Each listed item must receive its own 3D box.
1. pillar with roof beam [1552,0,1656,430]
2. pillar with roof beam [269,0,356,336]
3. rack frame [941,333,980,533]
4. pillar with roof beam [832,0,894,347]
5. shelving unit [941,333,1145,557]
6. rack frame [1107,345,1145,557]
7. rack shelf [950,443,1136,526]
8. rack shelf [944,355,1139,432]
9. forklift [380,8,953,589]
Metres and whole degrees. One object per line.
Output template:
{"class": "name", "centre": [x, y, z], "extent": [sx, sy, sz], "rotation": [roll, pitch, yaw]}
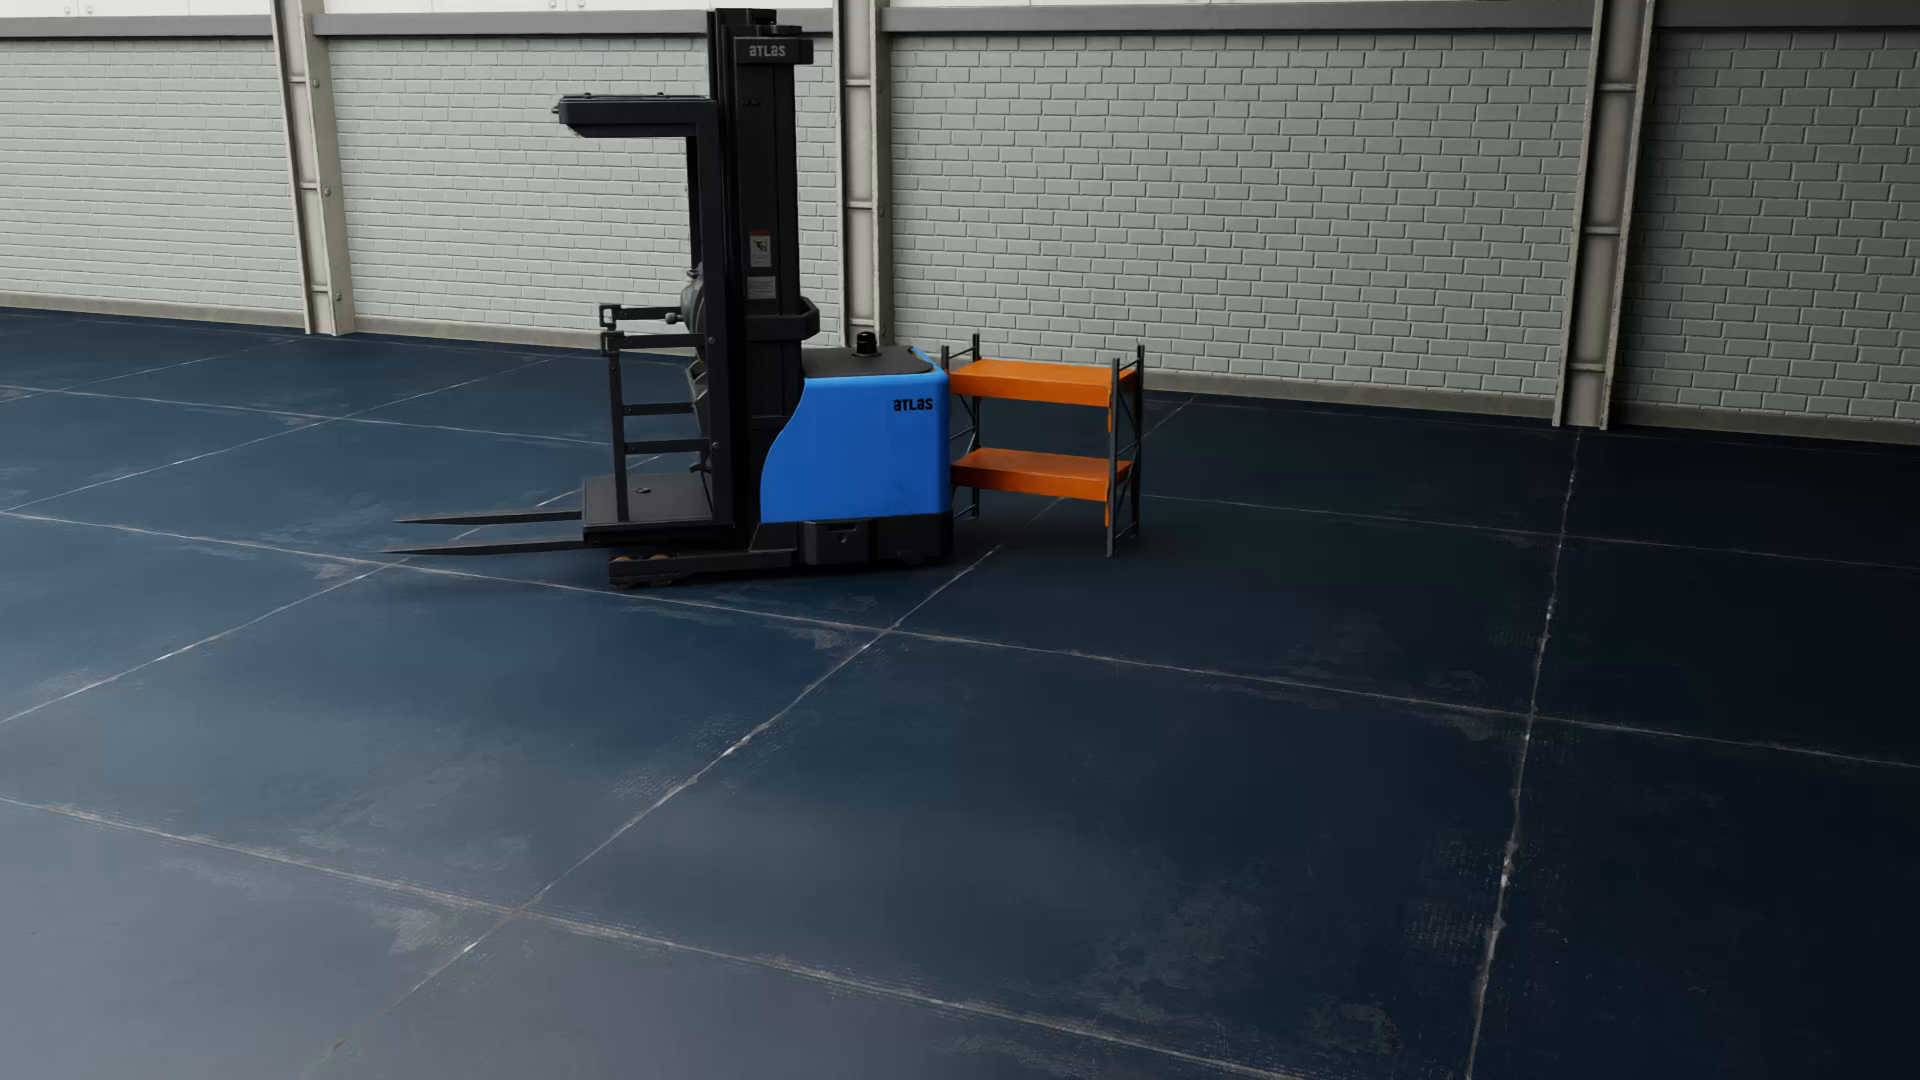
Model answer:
{"class": "pillar with roof beam", "centre": [3.173, -4.094, 7.635], "extent": [0.400, 9.000, 9.100], "rotation": [6, 17, 21]}
{"class": "pillar with roof beam", "centre": [-7.990, -5.322, 11.864], "extent": [0.400, 9.000, 9.100], "rotation": [6, 17, 21]}
{"class": "rack frame", "centre": [0.005, -0.621, 9.794], "extent": [0.032, 1.125, 0.500], "rotation": [7, 18, 22]}
{"class": "pillar with roof beam", "centre": [-2.408, -4.708, 9.749], "extent": [0.400, 9.000, 9.100], "rotation": [6, 17, 21]}
{"class": "shelving unit", "centre": [0.472, -0.565, 9.601], "extent": [1.048, 1.125, 0.538], "rotation": [7, 18, 22]}
{"class": "rack frame", "centre": [0.939, -0.509, 9.409], "extent": [0.032, 1.125, 0.500], "rotation": [7, 18, 22]}
{"class": "rack shelf", "centre": [0.472, -0.330, 9.670], "extent": [1.000, 0.278, 0.538], "rotation": [7, 18, 22]}
{"class": "rack shelf", "centre": [0.472, -0.846, 9.520], "extent": [1.000, 0.278, 0.538], "rotation": [7, 18, 22]}
{"class": "forklift", "centre": [-1.611, -1.312, 8.934], "extent": [3.031, 2.935, 1.130], "rotation": [-3, 17, -12]}
